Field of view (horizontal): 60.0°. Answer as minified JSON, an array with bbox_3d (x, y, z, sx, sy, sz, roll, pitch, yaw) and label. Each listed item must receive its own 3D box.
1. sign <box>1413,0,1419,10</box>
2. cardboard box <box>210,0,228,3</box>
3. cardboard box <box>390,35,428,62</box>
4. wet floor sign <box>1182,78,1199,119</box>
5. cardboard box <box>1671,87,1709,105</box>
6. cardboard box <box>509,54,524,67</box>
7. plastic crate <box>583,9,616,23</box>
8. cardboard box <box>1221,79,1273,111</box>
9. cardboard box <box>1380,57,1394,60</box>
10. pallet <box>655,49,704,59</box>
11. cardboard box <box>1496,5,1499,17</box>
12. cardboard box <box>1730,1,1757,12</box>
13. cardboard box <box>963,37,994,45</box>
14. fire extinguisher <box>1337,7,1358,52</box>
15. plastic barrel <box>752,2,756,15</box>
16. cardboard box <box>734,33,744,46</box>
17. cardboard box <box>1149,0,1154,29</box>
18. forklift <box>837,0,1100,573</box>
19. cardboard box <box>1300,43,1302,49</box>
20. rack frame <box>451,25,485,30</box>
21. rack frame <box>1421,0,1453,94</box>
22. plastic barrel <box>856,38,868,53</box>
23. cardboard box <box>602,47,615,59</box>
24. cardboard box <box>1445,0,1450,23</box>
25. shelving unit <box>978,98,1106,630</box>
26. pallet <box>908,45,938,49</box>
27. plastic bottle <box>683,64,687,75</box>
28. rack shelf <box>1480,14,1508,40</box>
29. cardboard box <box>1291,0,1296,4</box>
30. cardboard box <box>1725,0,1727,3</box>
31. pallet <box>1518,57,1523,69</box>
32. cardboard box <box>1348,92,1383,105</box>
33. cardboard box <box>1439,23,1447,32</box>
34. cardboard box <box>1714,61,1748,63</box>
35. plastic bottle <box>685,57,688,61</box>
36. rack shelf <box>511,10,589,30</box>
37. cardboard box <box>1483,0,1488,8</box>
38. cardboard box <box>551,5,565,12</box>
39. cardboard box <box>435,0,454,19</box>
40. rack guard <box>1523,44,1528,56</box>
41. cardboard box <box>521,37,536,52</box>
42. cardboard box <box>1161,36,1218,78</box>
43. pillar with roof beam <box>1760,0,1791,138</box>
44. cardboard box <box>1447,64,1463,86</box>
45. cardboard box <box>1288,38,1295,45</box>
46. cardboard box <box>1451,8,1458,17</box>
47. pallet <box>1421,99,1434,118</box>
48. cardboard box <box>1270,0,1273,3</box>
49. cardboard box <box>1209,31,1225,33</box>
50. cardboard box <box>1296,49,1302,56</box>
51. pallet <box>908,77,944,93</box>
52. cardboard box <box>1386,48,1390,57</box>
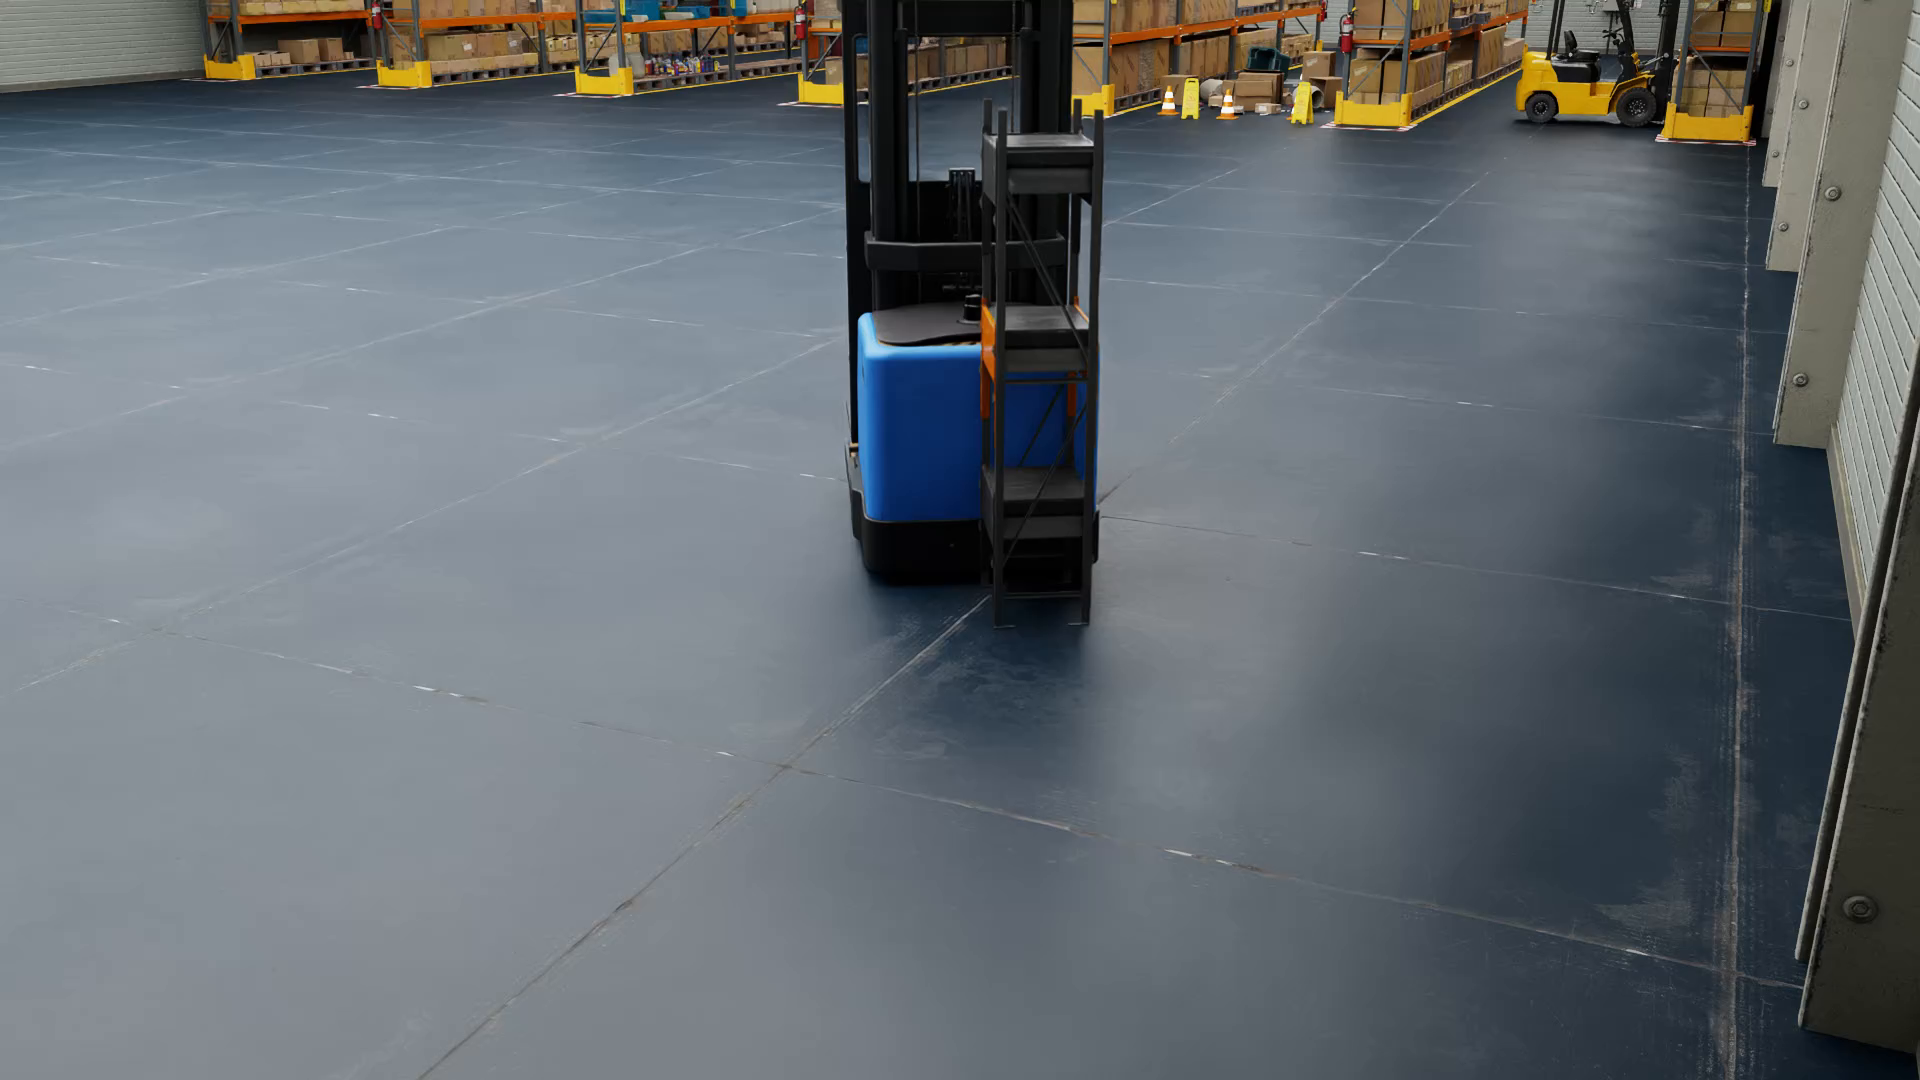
[{"bbox_3d":[7.111,-8.433,25.913,0.100,0.325,0.005,9,21,23],"label":"sign"},{"bbox_3d":[-15.983,-11.964,36.207,0.500,0.500,0.500,8,21,22],"label":"cardboard box"},{"bbox_3d":[-11.513,-10.280,34.757,0.500,0.500,0.500,9,21,23],"label":"cardboard box"},{"bbox_3d":[3.853,-7.358,27.696,0.267,0.644,0.232,5,20,13],"label":"wet floor sign"},{"bbox_3d":[11.060,-6.749,25.201,0.500,0.250,0.500,8,21,22],"label":"cardboard box"},{"bbox_3d":[-10.027,-10.622,36.836,0.500,0.250,0.500,9,21,23],"label":"cardboard box"},{"bbox_3d":[-7.012,-10.263,32.572,0.499,0.251,0.616,9,21,23],"label":"plastic crate"},{"bbox_3d":[5.026,-7.808,29.172,0.797,0.503,0.637,-5,20,-15],"label":"cardboard box"},{"bbox_3d":[6.917,-7.796,27.771,0.500,0.500,0.500,9,22,25],"label":"cardboard box"},{"bbox_3d":[-7.344,-12.546,42.932,1.003,0.211,1.213,9,21,23],"label":"pallet"},{"bbox_3d":[11.143,-11.218,35.261,0.500,0.250,0.500,8,21,21],"label":"cardboard box"},{"bbox_3d":[11.522,-7.841,24.421,0.380,0.149,0.250,8,21,21],"label":"cardboard box"},{"bbox_3d":[0.396,-10.915,36.140,0.500,0.250,0.500,11,22,29],"label":"cardboard box"},{"bbox_3d":[6.149,-8.091,26.360,0.296,0.674,0.183,9,21,23],"label":"fire extinguisher"},{"bbox_3d":[-4.624,-11.680,36.542,0.301,0.262,0.301,0,20,0],"label":"plastic barrel"},{"bbox_3d":[-6.178,-13.527,44.885,0.500,0.311,0.500,9,21,23],"label":"cardboard box"},{"bbox_3d":[3.023,-9.607,30.281,0.875,0.550,0.550,9,21,23],"label":"cardboard box"},{"bbox_3d":[-0.037,-1.684,8.331,1.130,2.935,3.031,-2,20,-5],"label":"forklift"},{"bbox_3d":[8.121,-12.038,40.527,0.380,0.149,0.250,10,22,25],"label":"cardboard box"},{"bbox_3d":[-12.706,-13.944,42.701,1.000,3.000,0.127,9,21,23],"label":"rack frame"},{"bbox_3d":[8.254,-9.322,29.706,1.000,3.000,0.127,9,21,23],"label":"rack frame"},{"bbox_3d":[-2.558,-12.636,41.528,0.600,0.901,0.708,9,21,23],"label":"plastic barrel"},{"bbox_3d":[-8.595,-11.662,39.761,0.500,0.250,0.500,9,22,24],"label":"cardboard box"},{"bbox_3d":[8.299,-9.340,29.161,0.500,0.500,0.500,8,21,21],"label":"cardboard box"},{"bbox_3d":[0.317,-0.705,6.818,0.431,2.100,0.503,-2,20,-5],"label":"shelving unit"},{"bbox_3d":[-1.266,-13.098,44.483,1.003,0.211,1.213,9,21,23],"label":"pallet"},{"bbox_3d":[-5.695,-9.705,34.301,0.097,0.201,0.097,0,20,0],"label":"plastic bottle"},{"bbox_3d":[10.711,-10.818,34.984,1.077,0.370,4.000,9,21,23],"label":"rack shelf"},{"bbox_3d":[7.601,-12.873,39.095,0.500,0.500,0.500,9,21,23],"label":"cardboard box"},{"bbox_3d":[12.721,-9.130,28.048,0.380,0.149,0.250,9,22,25],"label":"cardboard box"},{"bbox_3d":[12.912,-11.422,39.770,1.003,0.211,1.213,9,21,23],"label":"pallet"},{"bbox_3d":[6.711,-7.293,27.477,0.500,0.250,0.500,8,21,22],"label":"cardboard box"},{"bbox_3d":[8.305,-8.987,29.137,0.380,0.149,0.250,9,22,24],"label":"cardboard box"},{"bbox_3d":[12.346,-7.529,26.648,0.500,0.250,0.500,9,21,23],"label":"cardboard box"},{"bbox_3d":[-5.846,-10.135,35.388,0.061,0.283,0.133,9,21,23],"label":"plastic bottle"},{"bbox_3d":[-9.004,-12.315,39.194,1.077,0.370,4.000,9,21,23],"label":"rack shelf"},{"bbox_3d":[10.325,-10.831,33.426,0.500,0.250,0.500,8,21,22],"label":"cardboard box"},{"bbox_3d":[-9.274,-12.167,38.079,0.380,0.149,0.250,9,21,23],"label":"cardboard box"},{"bbox_3d":[-11.048,-11.169,34.749,0.700,0.500,0.500,9,22,24],"label":"cardboard box"},{"bbox_3d":[13.178,-11.820,40.460,1.175,0.500,0.348,9,21,23],"label":"rack guard"},{"bbox_3d":[-9.919,-11.372,38.110,0.500,0.311,0.500,9,21,23],"label":"cardboard box"},{"bbox_3d":[4.648,-9.890,34.032,1.050,0.750,0.750,9,21,24],"label":"cardboard box"},{"bbox_3d":[8.326,-10.926,25.262,9.100,9.000,0.400,9,21,23],"label":"pillar with roof beam"},{"bbox_3d":[9.041,-8.876,31.745,0.950,0.372,0.625,9,22,24],"label":"cardboard box"},{"bbox_3d":[7.793,-11.938,39.800,0.380,0.149,0.250,9,21,24],"label":"cardboard box"},{"bbox_3d":[8.769,-9.528,30.031,0.380,0.149,0.250,9,21,23],"label":"cardboard box"},{"bbox_3d":[7.513,-7.424,28.530,1.003,0.211,1.213,9,21,23],"label":"pallet"},{"bbox_3d":[6.885,-12.268,37.736,0.380,0.149,0.250,9,21,23],"label":"cardboard box"},{"bbox_3d":[5.572,-10.968,36.317,0.500,0.250,0.500,9,21,23],"label":"cardboard box"},{"bbox_3d":[8.119,-11.898,40.576,0.380,0.149,0.250,9,21,24],"label":"cardboard box"},{"bbox_3d":[-1.030,-9.158,33.405,1.003,0.211,1.213,9,21,23],"label":"pallet"},{"bbox_3d":[7.011,-8.220,27.995,0.380,0.149,0.250,10,22,25],"label":"cardboard box"}]
